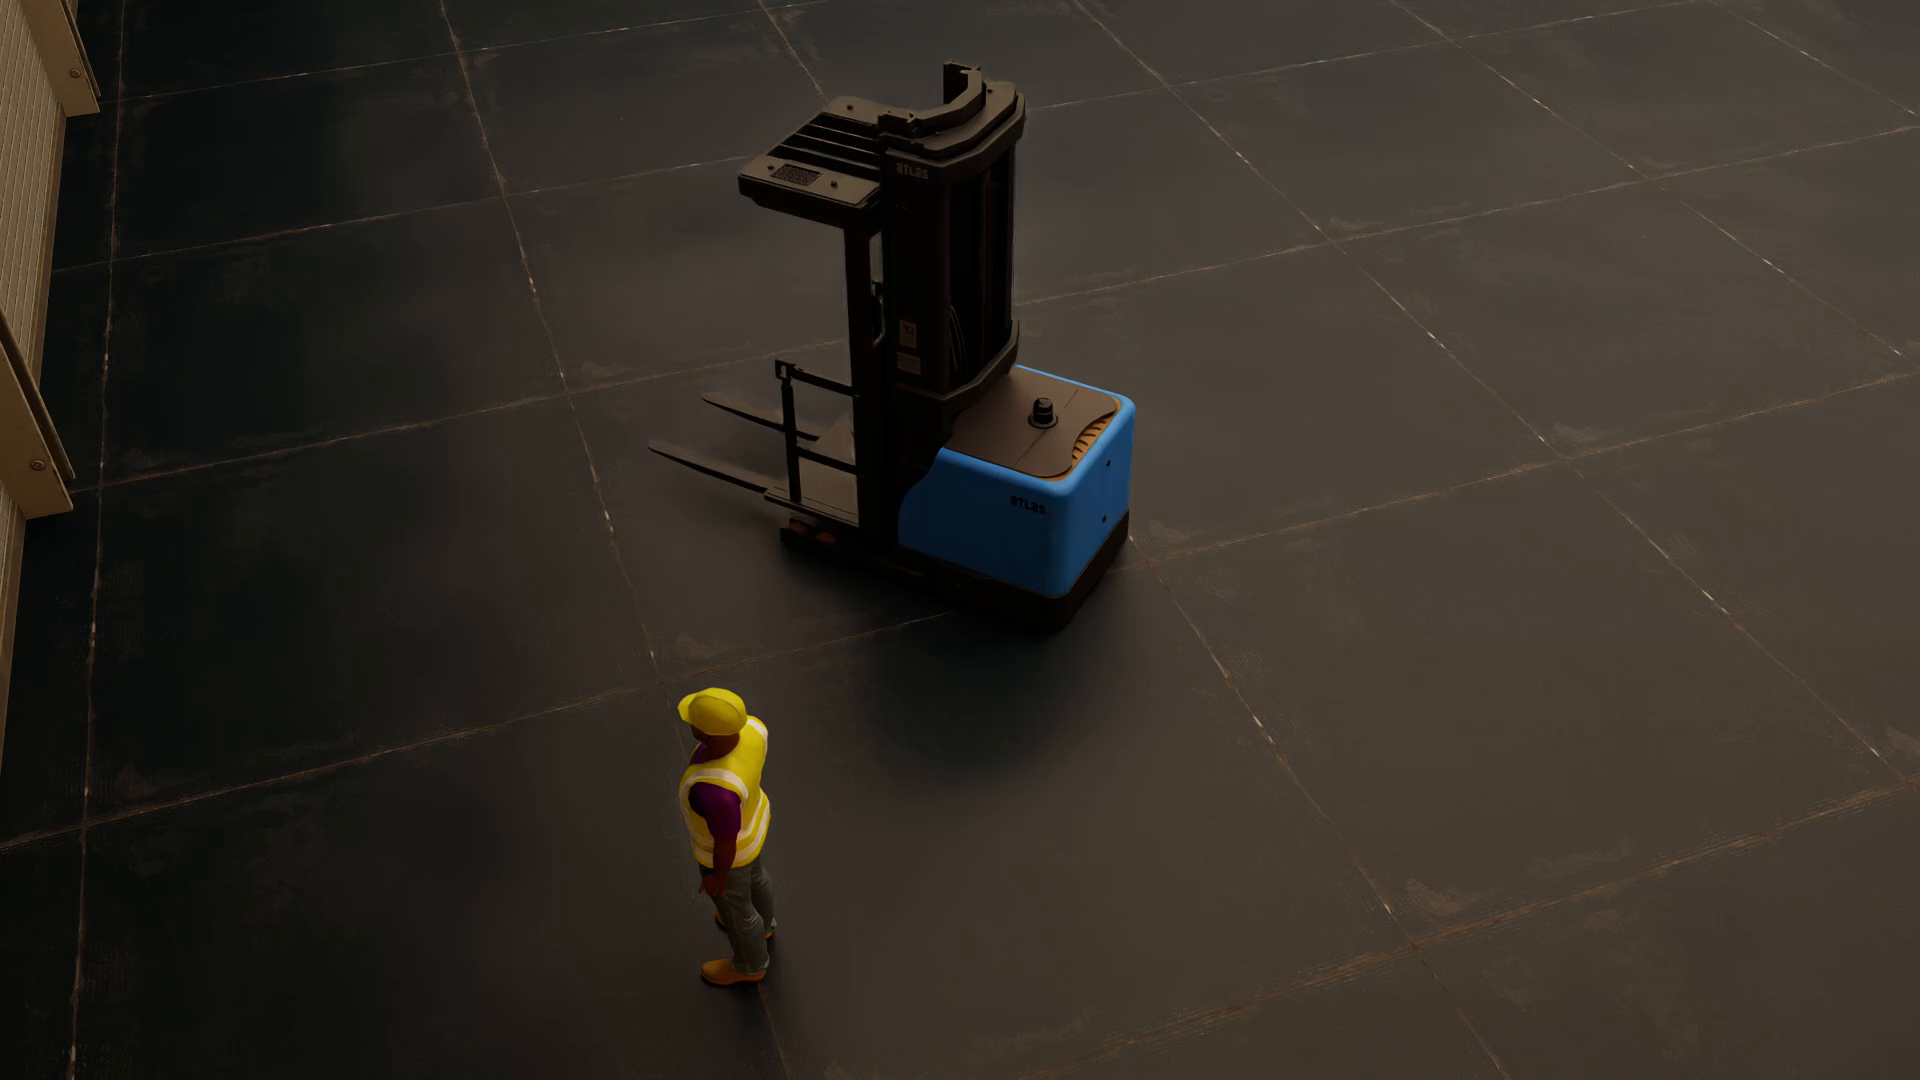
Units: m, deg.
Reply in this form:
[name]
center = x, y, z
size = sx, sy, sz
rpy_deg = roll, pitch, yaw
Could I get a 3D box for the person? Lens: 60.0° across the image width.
[person]
center = -1.031, 1.303, 7.351
size = 0.378, 1.771, 0.553
rpy_deg = 6, 40, 7

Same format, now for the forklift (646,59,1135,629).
[forklift]
center = -0.521, -1.288, 9.530
size = 3.031, 2.935, 1.130
rpy_deg = 19, 44, 21
